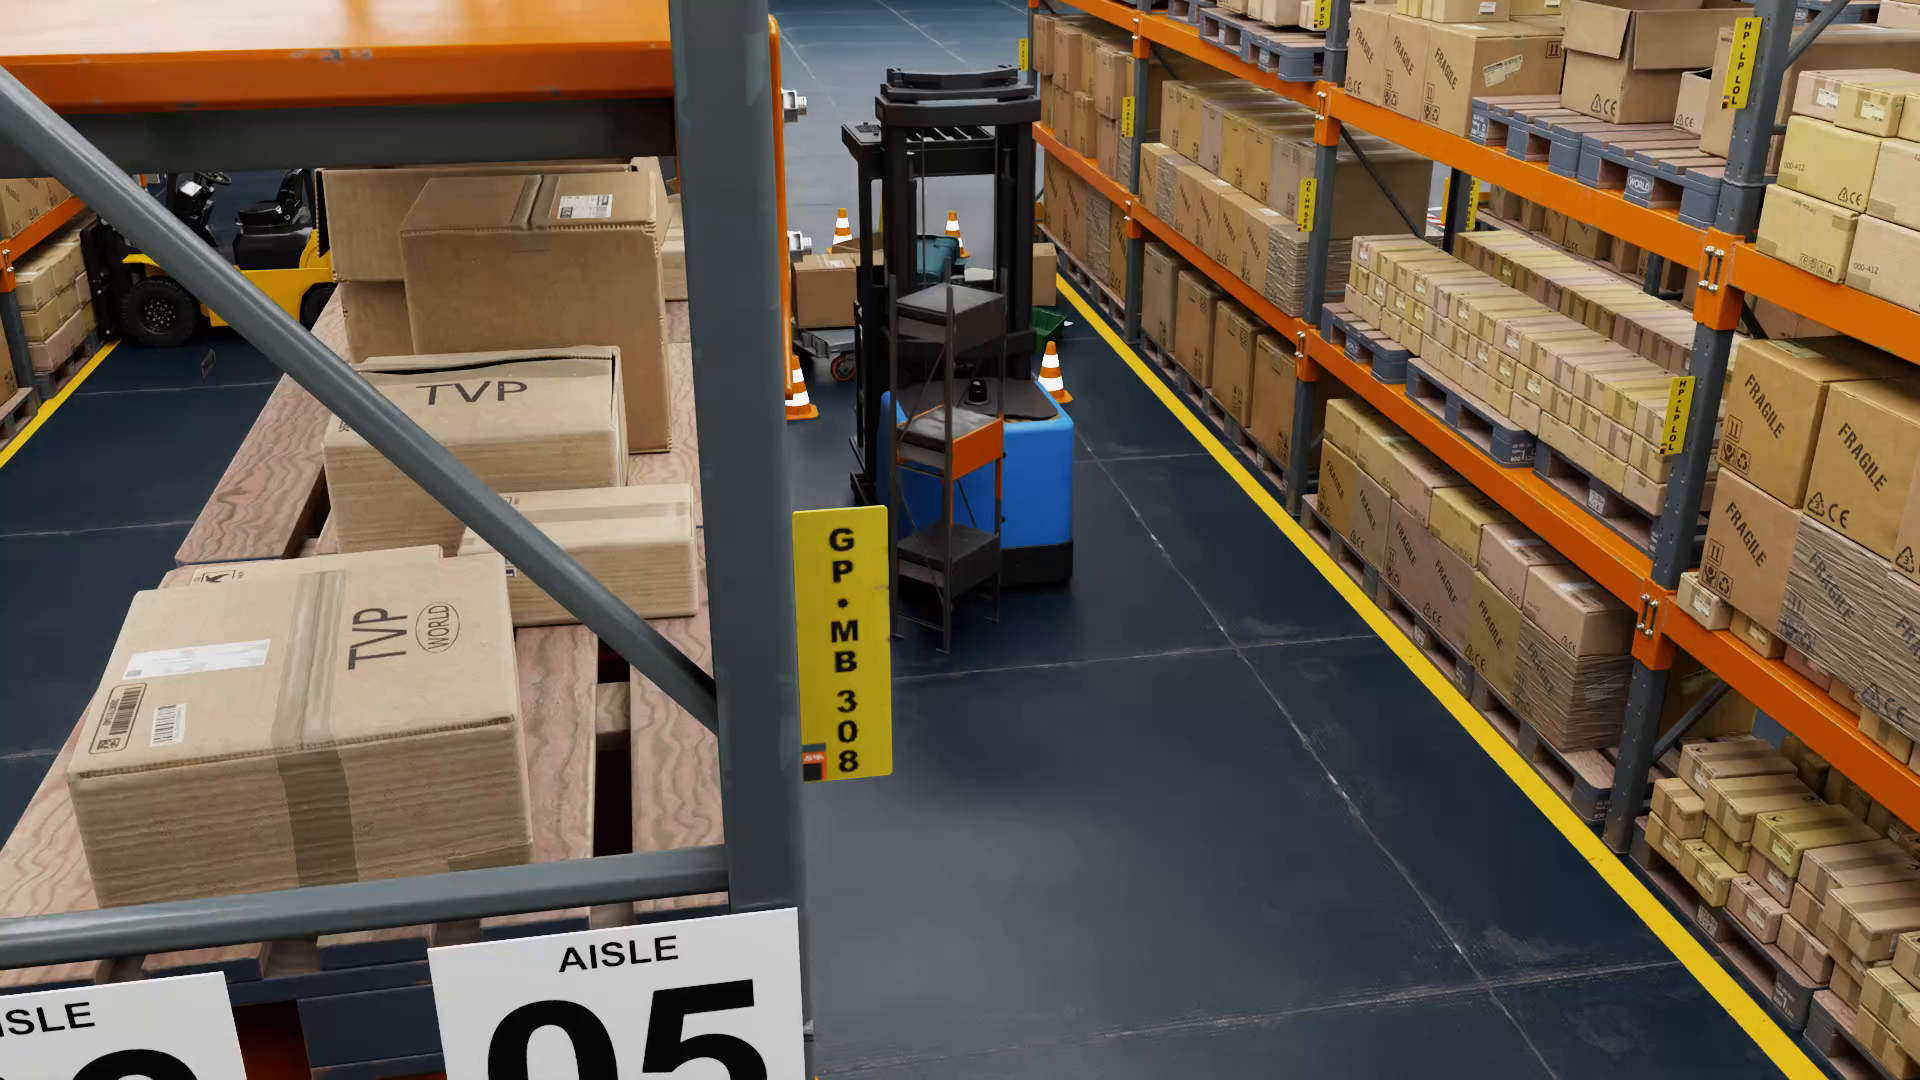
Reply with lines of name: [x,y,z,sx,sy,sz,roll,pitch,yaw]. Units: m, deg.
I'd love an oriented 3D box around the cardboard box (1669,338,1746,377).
cardboard box: [3.667,-0.860,8.017,0.380,0.149,0.250,-5,24,-10]

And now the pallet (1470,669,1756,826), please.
pallet: [3.289,0.959,8.289,1.003,0.211,1.213,-4,24,-10]

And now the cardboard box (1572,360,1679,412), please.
cardboard box: [3.072,-0.713,7.681,0.380,0.149,0.250,-5,24,-11]

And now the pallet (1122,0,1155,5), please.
pallet: [1.814,-4.816,14.391,1.003,0.211,1.213,-4,24,-10]

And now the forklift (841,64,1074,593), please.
forklift: [-0.135,-1.589,10.727,1.130,2.935,3.031,-5,24,-11]

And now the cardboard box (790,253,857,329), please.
cardboard box: [-1.147,-2.098,13.983,0.500,0.500,0.500,-4,24,-10]

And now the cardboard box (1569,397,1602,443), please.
cardboard box: [3.074,-0.569,7.723,0.380,0.149,0.250,-3,24,-7]

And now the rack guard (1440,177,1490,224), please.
rack guard: [6.123,-3.884,19.019,1.175,0.500,0.348,-4,24,-10]

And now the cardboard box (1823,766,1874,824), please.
cardboard box: [3.842,1.047,6.898,0.380,0.149,0.250,-4,24,-9]

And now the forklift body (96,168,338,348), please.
forklift body: [-6.364,-2.958,14.835,2.313,2.155,1.214,-4,24,-10]

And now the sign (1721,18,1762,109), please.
sign: [2.890,-1.762,6.150,0.100,0.325,0.005,-4,24,-10]

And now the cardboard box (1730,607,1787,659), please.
cardboard box: [3.286,0.335,6.550,0.380,0.149,0.250,-4,24,-8]

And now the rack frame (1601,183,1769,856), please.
rack frame: [3.434,-0.012,7.030,1.000,3.000,0.127,-4,24,-10]

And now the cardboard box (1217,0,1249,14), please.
cardboard box: [2.098,-3.907,11.426,0.500,0.500,0.500,-4,24,-10]

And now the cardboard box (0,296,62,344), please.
cardboard box: [-7.554,-1.759,13.315,0.500,0.250,0.500,-4,24,-10]

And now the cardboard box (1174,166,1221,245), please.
cardboard box: [1.972,-2.583,12.791,0.500,0.500,0.500,-4,24,-10]

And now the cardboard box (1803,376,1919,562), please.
cardboard box: [3.389,-0.254,5.839,0.500,0.500,0.500,-5,24,-11]

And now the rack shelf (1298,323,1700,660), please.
rack shelf: [3.065,-0.469,8.976,1.077,0.370,4.000,-4,24,-10]

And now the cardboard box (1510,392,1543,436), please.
cardboard box: [2.971,-0.639,8.255,0.380,0.149,0.250,-5,24,-12]

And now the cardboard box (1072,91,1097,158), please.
cardboard box: [1.571,-4.009,15.994,0.875,0.550,0.500,-4,24,-10]

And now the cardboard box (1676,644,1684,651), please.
cardboard box: [3.557,0.287,8.007,0.500,0.250,0.500,-5,24,-12]

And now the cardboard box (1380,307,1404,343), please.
cardboard box: [2.679,-1.260,9.677,0.380,0.149,0.250,-3,24,-7]

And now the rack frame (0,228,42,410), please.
rack frame: [-7.768,-2.384,12.461,1.000,3.000,0.127,-4,24,-10]

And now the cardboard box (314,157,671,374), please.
cardboard box: [-1.131,-0.738,4.166,0.797,0.503,0.637,-2,24,-6]

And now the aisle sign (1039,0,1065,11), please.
aisle sign: [0.907,-5.929,17.330,0.394,0.787,0.004,-4,24,-10]

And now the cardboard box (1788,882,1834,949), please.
cardboard box: [3.450,1.424,6.407,0.380,0.149,0.250,-6,24,-12]

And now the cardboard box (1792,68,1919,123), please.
cardboard box: [3.250,-1.598,5.977,0.380,0.149,0.250,-5,24,-11]

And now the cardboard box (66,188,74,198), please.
cardboard box: [-7.873,-3.226,14.263,0.500,0.500,0.500,-4,24,-9]

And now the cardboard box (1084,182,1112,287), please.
cardboard box: [1.737,-2.985,15.966,0.875,0.875,0.875,-4,24,-9]

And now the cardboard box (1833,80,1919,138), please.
cardboard box: [3.268,-1.488,5.726,0.380,0.149,0.250,-5,24,-12]

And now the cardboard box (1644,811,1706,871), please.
cardboard box: [3.186,1.269,7.135,0.380,0.149,0.250,-5,24,-12]

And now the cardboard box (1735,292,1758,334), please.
cardboard box: [7.010,-2.110,14.408,0.700,0.500,0.500,-4,24,-10]

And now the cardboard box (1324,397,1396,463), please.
cardboard box: [2.584,-0.687,10.237,0.500,0.250,0.500,-5,24,-12]

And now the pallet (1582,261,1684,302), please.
pallet: [6.689,-2.470,16.142,1.003,0.211,1.213,-4,24,-10]

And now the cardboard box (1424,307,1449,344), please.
cardboard box: [2.784,-1.186,9.135,0.380,0.149,0.250,-4,24,-10]

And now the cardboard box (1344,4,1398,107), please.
cardboard box: [2.539,-2.762,9.453,0.500,0.500,0.500,-4,24,-10]

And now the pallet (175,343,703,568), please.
pallet: [-1.048,-0.139,3.683,1.003,0.211,1.213,-4,24,-10]

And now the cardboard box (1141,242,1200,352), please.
cardboard box: [2.158,-2.083,14.058,1.050,0.750,0.750,-4,24,-10]

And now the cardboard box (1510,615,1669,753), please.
cardboard box: [3.050,0.668,8.071,0.500,0.500,0.500,-5,24,-11]

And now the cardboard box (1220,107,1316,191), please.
cardboard box: [2.335,-2.868,12.196,0.700,0.500,0.500,-5,24,-10]

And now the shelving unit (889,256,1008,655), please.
shelving unit: [-0.070,-0.447,9.140,0.431,2.100,0.503,17,29,32]

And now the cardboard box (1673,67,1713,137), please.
cardboard box: [3.478,-1.900,7.192,0.500,0.311,0.500,-5,24,-10]

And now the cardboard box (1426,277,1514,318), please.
cardboard box: [2.783,-1.327,9.086,0.380,0.149,0.250,-3,24,-7]

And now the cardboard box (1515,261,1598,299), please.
cardboard box: [3.382,-1.470,9.414,0.380,0.149,0.250,-4,24,-8]

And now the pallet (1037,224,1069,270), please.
pallet: [1.440,-3.146,17.689,1.003,0.211,1.213,-4,24,-10]

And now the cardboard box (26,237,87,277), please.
cardboard box: [-7.737,-2.385,14.124,0.500,0.250,0.500,-3,24,-8]

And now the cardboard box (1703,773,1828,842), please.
cardboard box: [3.287,1.093,6.794,0.380,0.149,0.250,-3,24,-7]

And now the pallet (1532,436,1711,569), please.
pallet: [3.436,-0.236,7.782,1.003,0.211,1.213,-4,24,-10]

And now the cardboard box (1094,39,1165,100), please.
cardboard box: [1.740,-4.301,15.312,0.875,0.550,0.550,-4,24,-10]

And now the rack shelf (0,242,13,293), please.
rack shelf: [-7.398,-1.268,10.804,1.077,0.370,4.000,-4,24,-10]

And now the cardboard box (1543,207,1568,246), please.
cardboard box: [6.449,-3.380,17.339,0.500,0.500,0.500,-2,24,-5]
